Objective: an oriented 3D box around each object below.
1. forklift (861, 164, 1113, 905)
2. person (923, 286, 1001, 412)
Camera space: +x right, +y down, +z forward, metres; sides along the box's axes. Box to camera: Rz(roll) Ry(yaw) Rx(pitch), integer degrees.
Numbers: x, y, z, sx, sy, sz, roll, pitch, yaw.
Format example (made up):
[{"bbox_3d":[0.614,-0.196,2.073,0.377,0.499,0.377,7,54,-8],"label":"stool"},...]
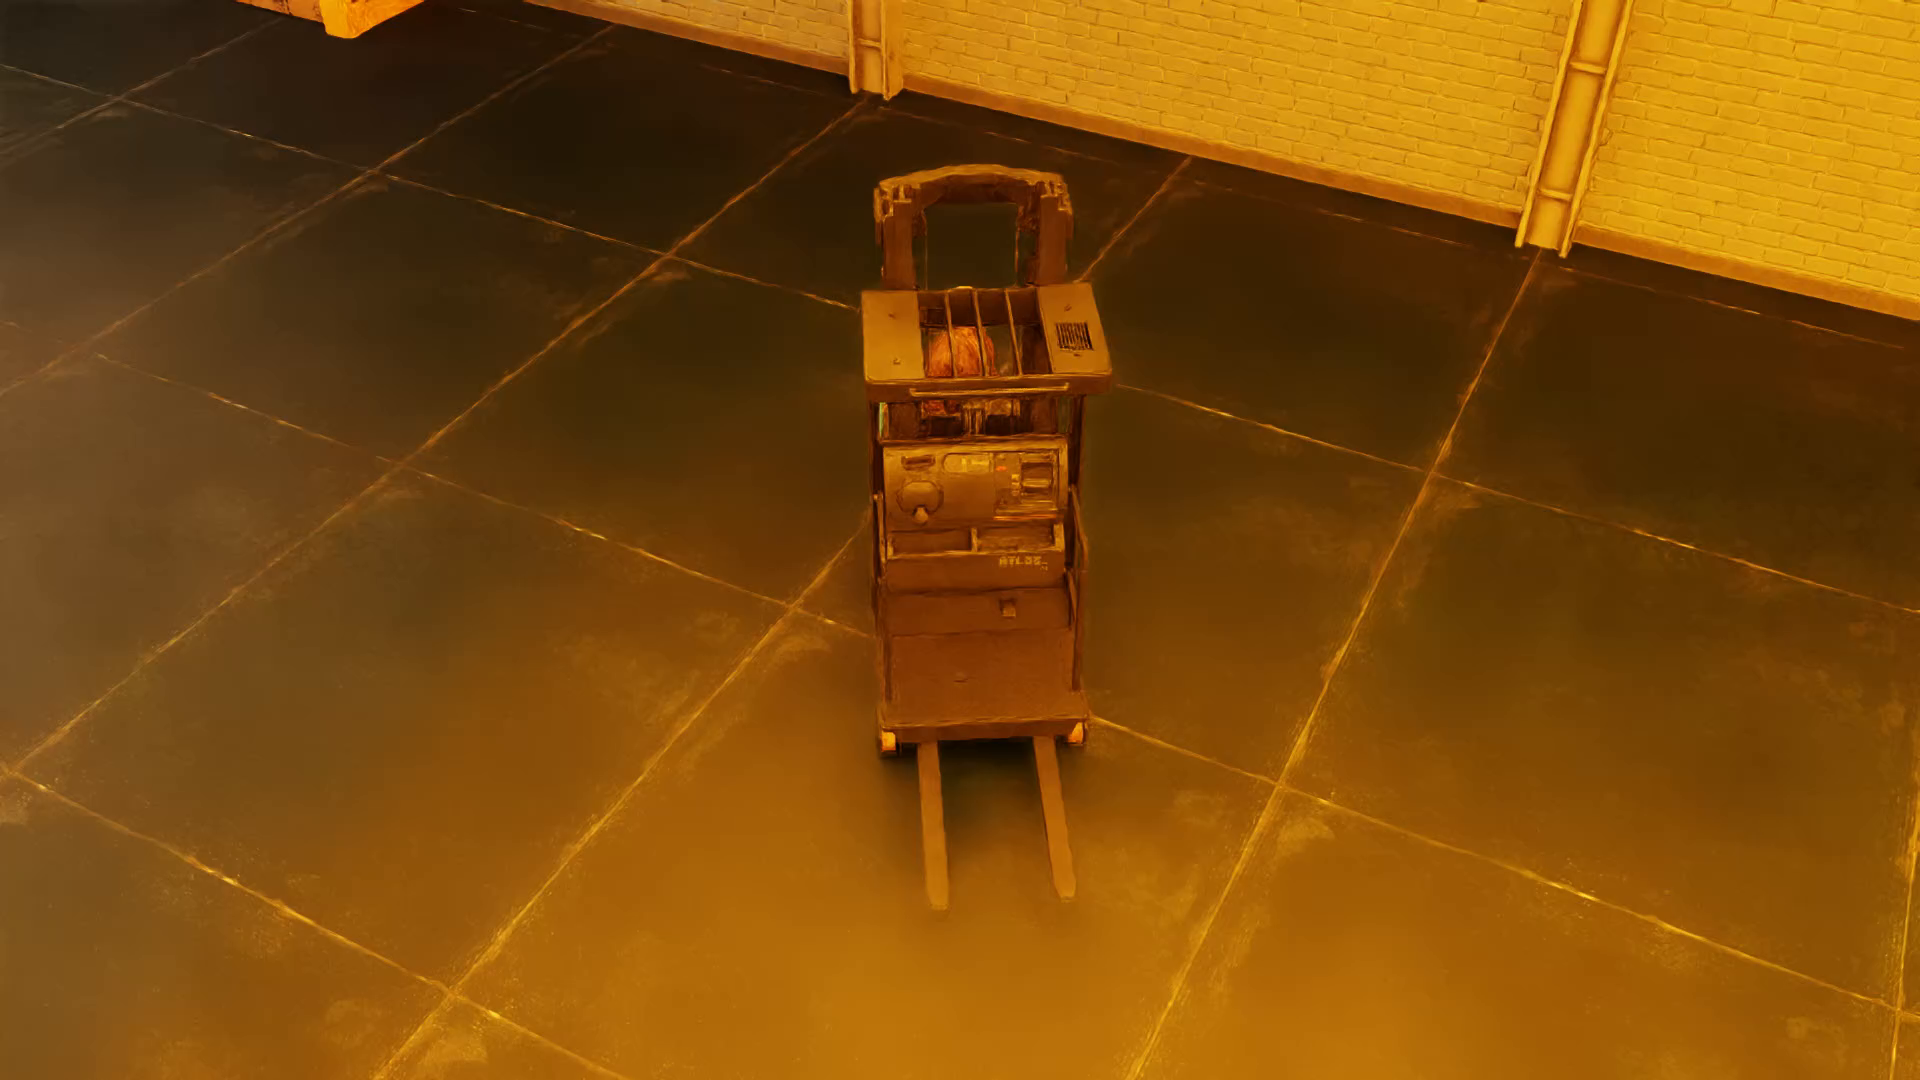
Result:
[{"bbox_3d":[0.098,-0.214,8.240,1.130,2.935,3.031,-3,40,-3],"label":"forklift"},{"bbox_3d":[0.144,-0.637,9.588,0.557,1.757,0.790,18,43,20],"label":"person"}]
